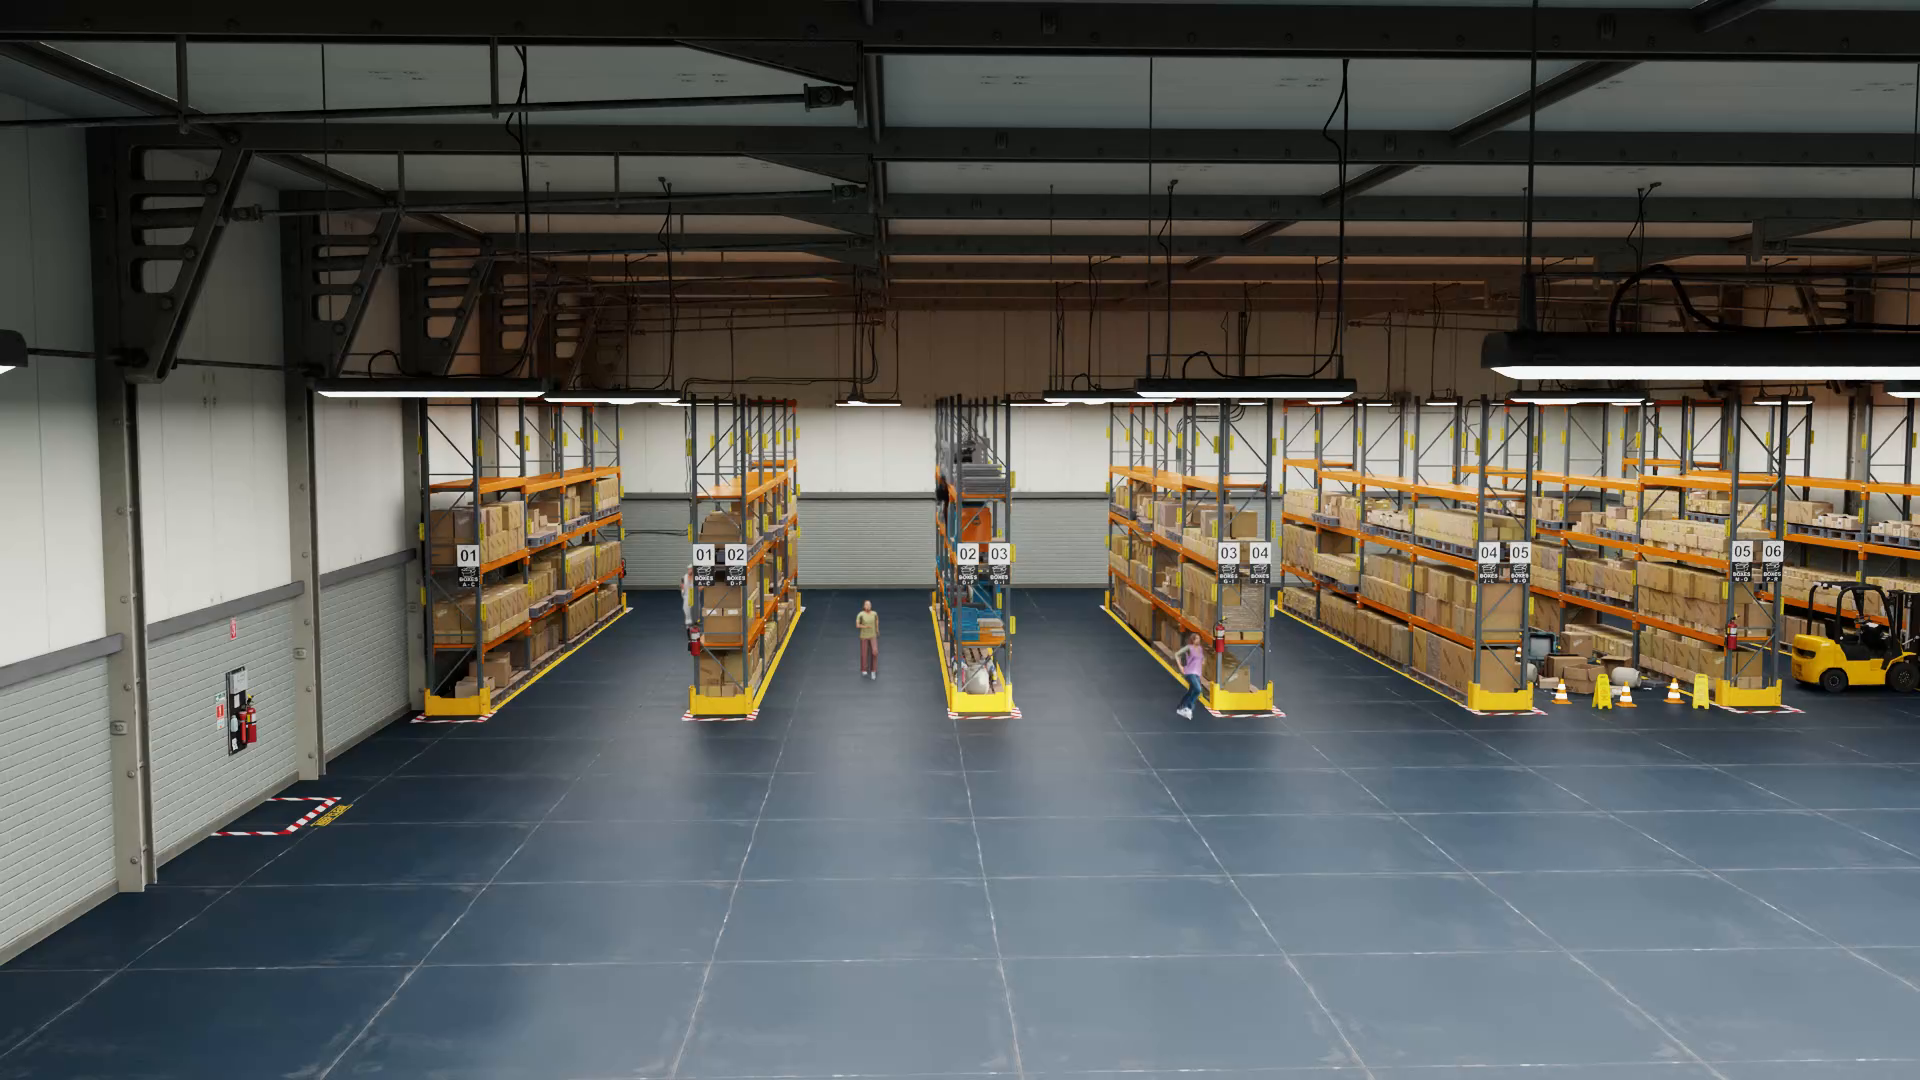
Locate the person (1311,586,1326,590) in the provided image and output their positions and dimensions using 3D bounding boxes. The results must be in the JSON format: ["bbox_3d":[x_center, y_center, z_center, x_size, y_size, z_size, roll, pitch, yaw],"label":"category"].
[{"bbox_3d":[10.512,1.026,48.854,0.922,1.682,0.614,-1,5,-14],"label":"person"}]

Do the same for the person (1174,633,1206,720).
[{"bbox_3d":[4.312,2.511,30.850,0.538,1.580,0.621,-4,6,-44],"label":"person"}]

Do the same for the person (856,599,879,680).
[{"bbox_3d":[-1.954,2.104,35.343,0.542,1.700,0.708,-1,5,-15],"label":"person"}]

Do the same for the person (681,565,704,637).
[{"bbox_3d":[-6.806,1.516,42.345,0.626,1.801,1.150,0,5,-3],"label":"person"}]
